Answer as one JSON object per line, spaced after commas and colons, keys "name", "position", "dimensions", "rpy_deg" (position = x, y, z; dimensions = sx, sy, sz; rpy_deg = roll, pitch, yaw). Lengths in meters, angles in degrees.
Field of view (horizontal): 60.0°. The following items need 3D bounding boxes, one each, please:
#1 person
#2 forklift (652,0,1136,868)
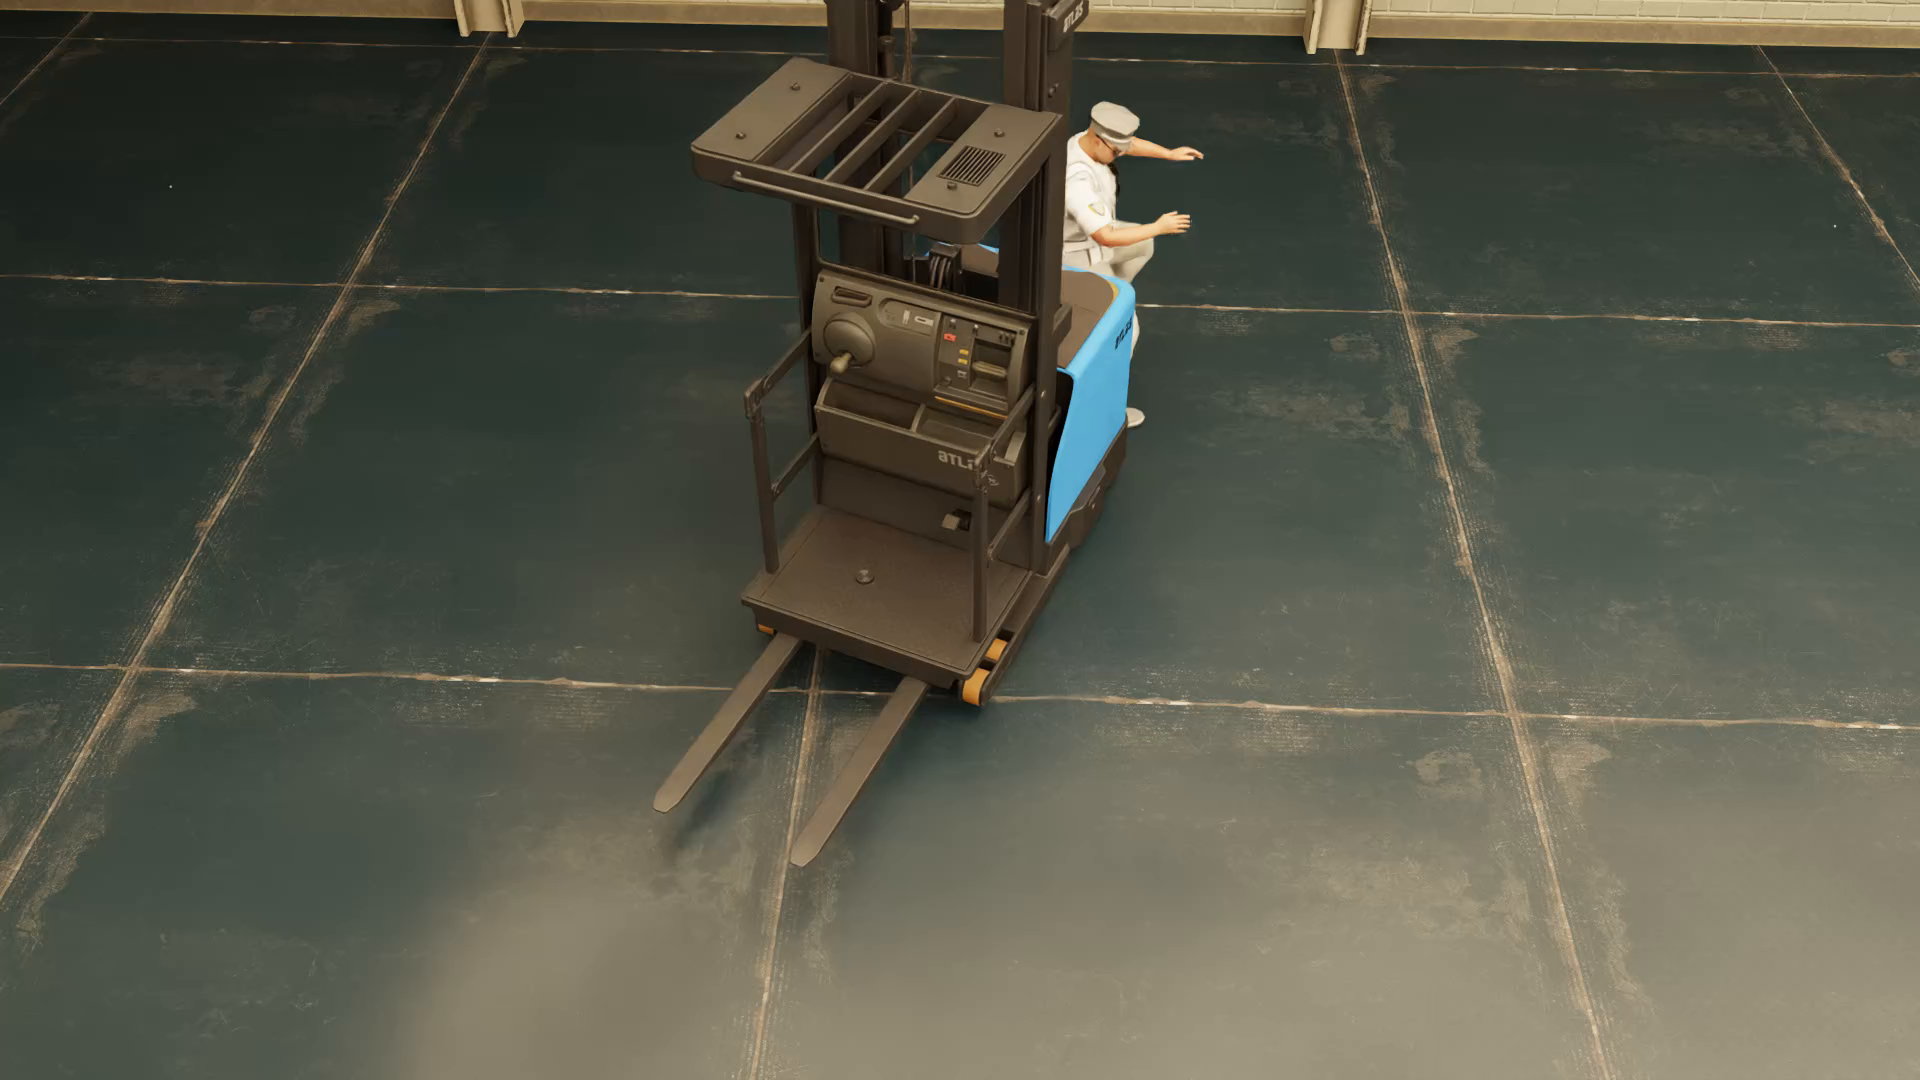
{"name": "person", "position": [0.793, -1.506, 8.443], "dimensions": [0.760, 1.514, 1.067], "rpy_deg": [11, 43, 11]}
{"name": "forklift", "position": [-0.257, -0.709, 6.519], "dimensions": [1.130, 2.935, 3.031], "rpy_deg": [17, 45, 18]}
